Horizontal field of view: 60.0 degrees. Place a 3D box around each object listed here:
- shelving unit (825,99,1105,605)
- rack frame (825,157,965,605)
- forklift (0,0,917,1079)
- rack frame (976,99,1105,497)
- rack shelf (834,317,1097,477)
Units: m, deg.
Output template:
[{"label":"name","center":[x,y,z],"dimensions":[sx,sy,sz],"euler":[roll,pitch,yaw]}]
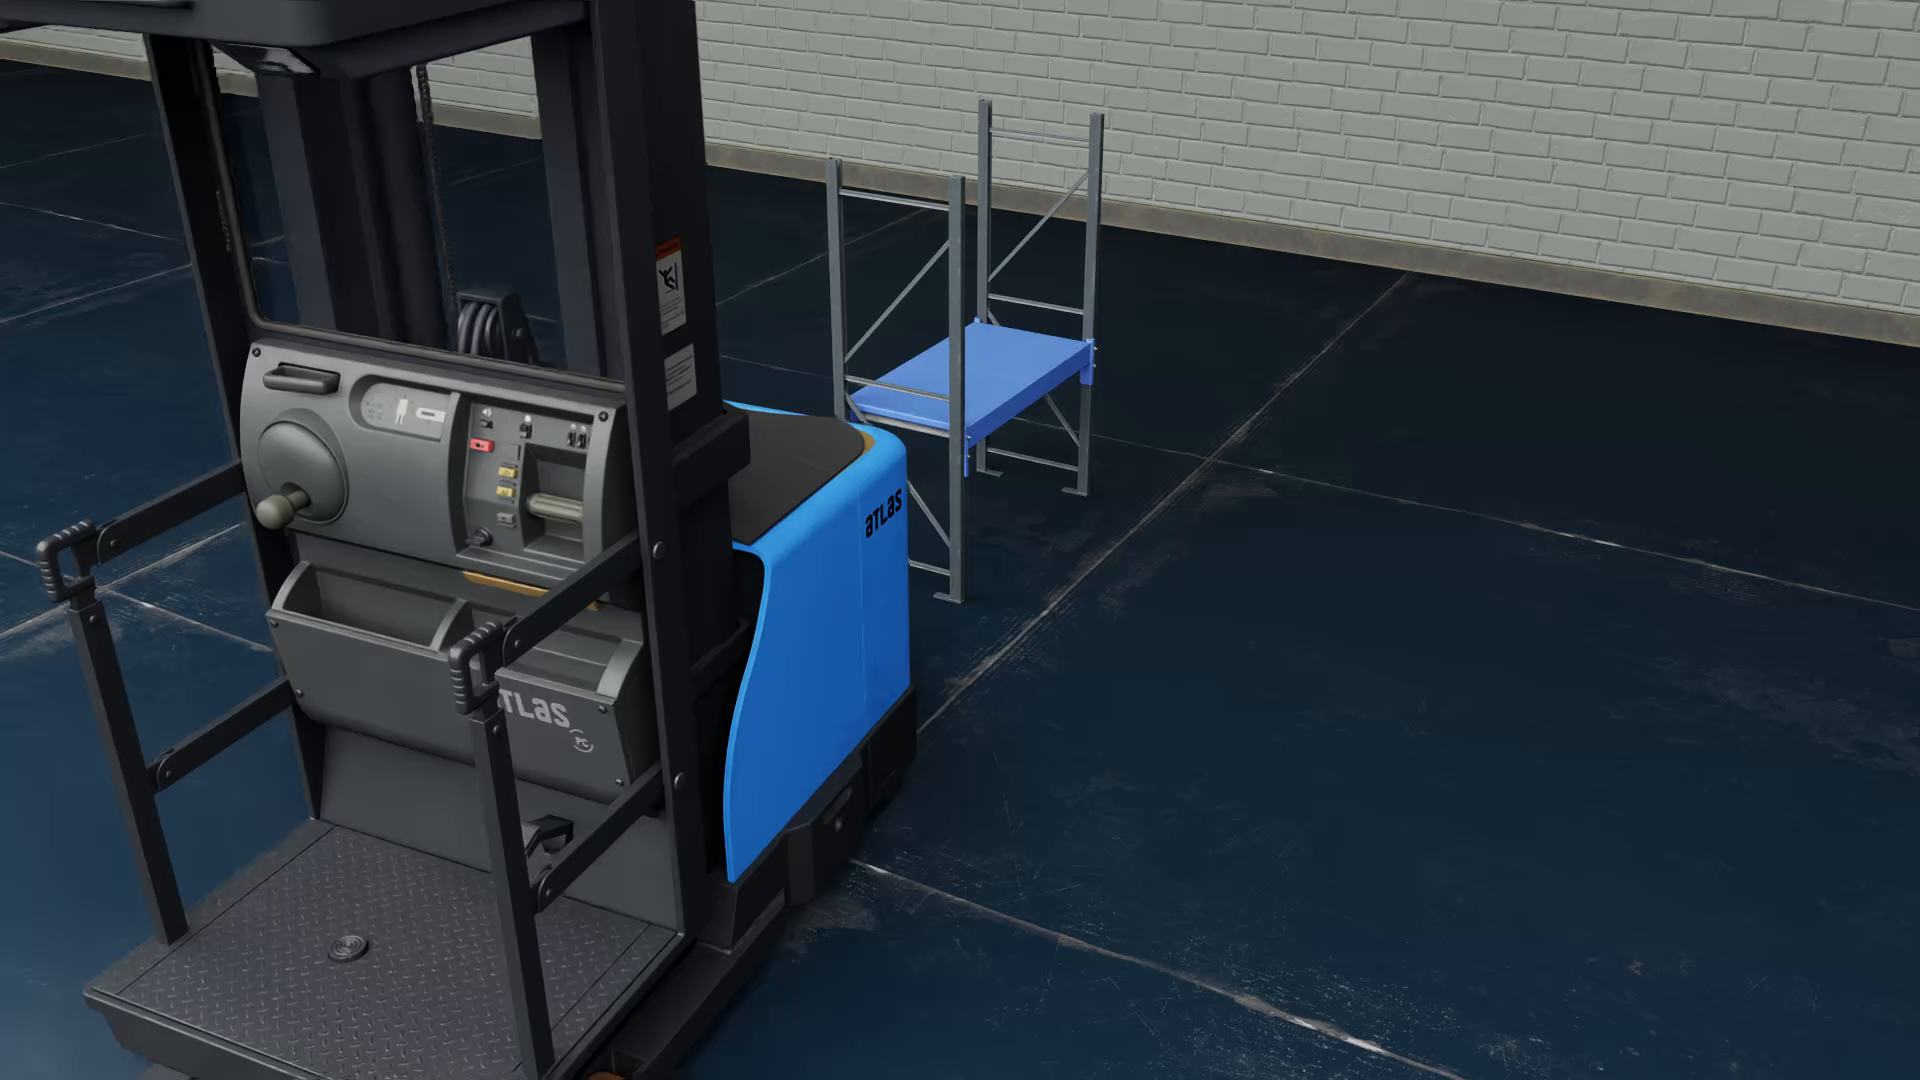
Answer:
[{"label":"shelving unit","center":[0.042,-0.704,5.981],"dimensions":[0.538,1.500,1.048],"euler":[14,30,26]},{"label":"rack frame","center":[-0.208,-0.506,5.585],"dimensions":[0.500,1.500,0.032],"euler":[14,30,26]},{"label":"forklift","center":[-1.187,-0.128,3.230],"dimensions":[1.130,2.935,3.031],"euler":[11,29,21]},{"label":"rack frame","center":[0.292,-0.902,6.376],"dimensions":[0.500,1.500,0.032],"euler":[14,30,26]},{"label":"rack shelf","center":[0.042,-0.543,6.061],"dimensions":[0.538,0.185,1.000],"euler":[14,30,26]}]
